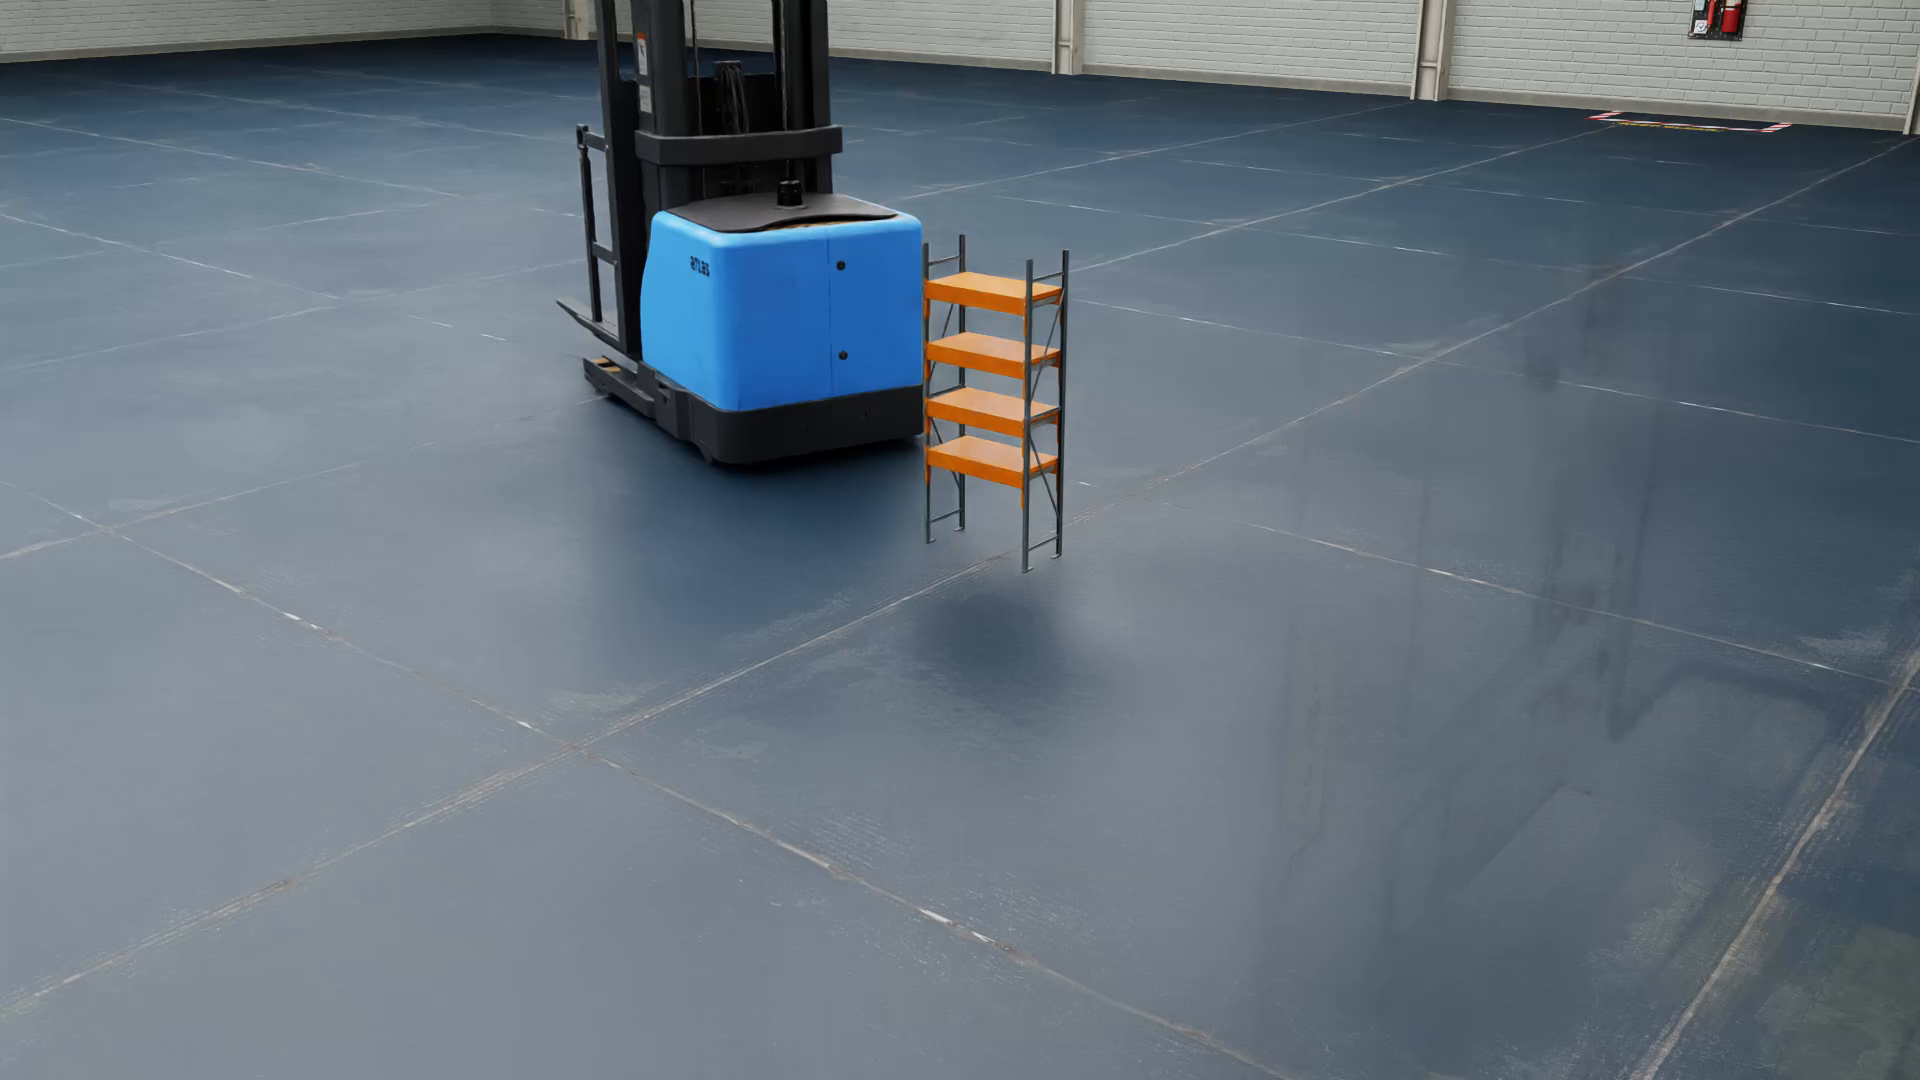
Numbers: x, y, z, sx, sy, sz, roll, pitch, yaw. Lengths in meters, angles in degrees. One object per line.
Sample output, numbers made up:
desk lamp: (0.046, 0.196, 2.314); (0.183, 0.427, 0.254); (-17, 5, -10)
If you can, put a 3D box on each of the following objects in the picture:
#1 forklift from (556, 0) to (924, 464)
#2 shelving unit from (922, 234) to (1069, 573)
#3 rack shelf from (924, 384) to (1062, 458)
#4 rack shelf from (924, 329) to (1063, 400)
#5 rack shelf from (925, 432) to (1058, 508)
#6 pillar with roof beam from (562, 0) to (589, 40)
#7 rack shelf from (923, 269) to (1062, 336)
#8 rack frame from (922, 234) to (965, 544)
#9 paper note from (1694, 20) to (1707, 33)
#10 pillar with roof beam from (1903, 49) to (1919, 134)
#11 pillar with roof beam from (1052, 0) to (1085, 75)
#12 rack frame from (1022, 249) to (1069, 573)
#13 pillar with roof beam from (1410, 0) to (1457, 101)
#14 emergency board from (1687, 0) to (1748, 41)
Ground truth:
forklift: (-1.328, -2.179, 8.294); (1.130, 2.935, 3.031); (-12, 24, -28)
shelving unit: (0.128, -0.524, 6.359); (0.503, 1.200, 0.258); (16, 26, 36)
rack shelf: (0.128, -0.462, 6.382); (0.480, 0.148, 0.258); (16, 26, 36)
rack shelf: (0.128, -0.671, 6.303); (0.480, 0.148, 0.258); (16, 26, 36)
rack shelf: (0.128, -0.276, 6.452); (0.480, 0.148, 0.258); (16, 26, 36)
pillar with roof beam: (-10.338, -13.005, 28.402); (0.400, 9.000, 9.100); (16, 26, 36)
rack shelf: (0.128, -0.892, 6.220); (0.480, 0.148, 0.258); (16, 26, 36)
rack frame: (-0.061, -0.579, 6.503); (0.015, 1.200, 0.240); (16, 26, 36)
paper note: (8.993, -6.228, 20.182); (0.142, 0.148, 0.016); (16, 26, 36)
pillar with roof beam: (8.255, -7.651, 14.203); (0.400, 9.000, 9.100); (16, 26, 36)
pillar with roof beam: (-1.042, -10.328, 21.302); (0.400, 9.000, 9.100); (16, 26, 36)
rack frame: (0.317, -0.470, 6.214); (0.015, 1.200, 0.240); (16, 26, 36)
pillar with roof beam: (3.607, -8.989, 17.753); (0.400, 9.000, 9.100); (16, 26, 36)
emergency board: (9.087, -6.582, 19.872); (0.643, 1.169, 0.194); (16, 26, 36)
